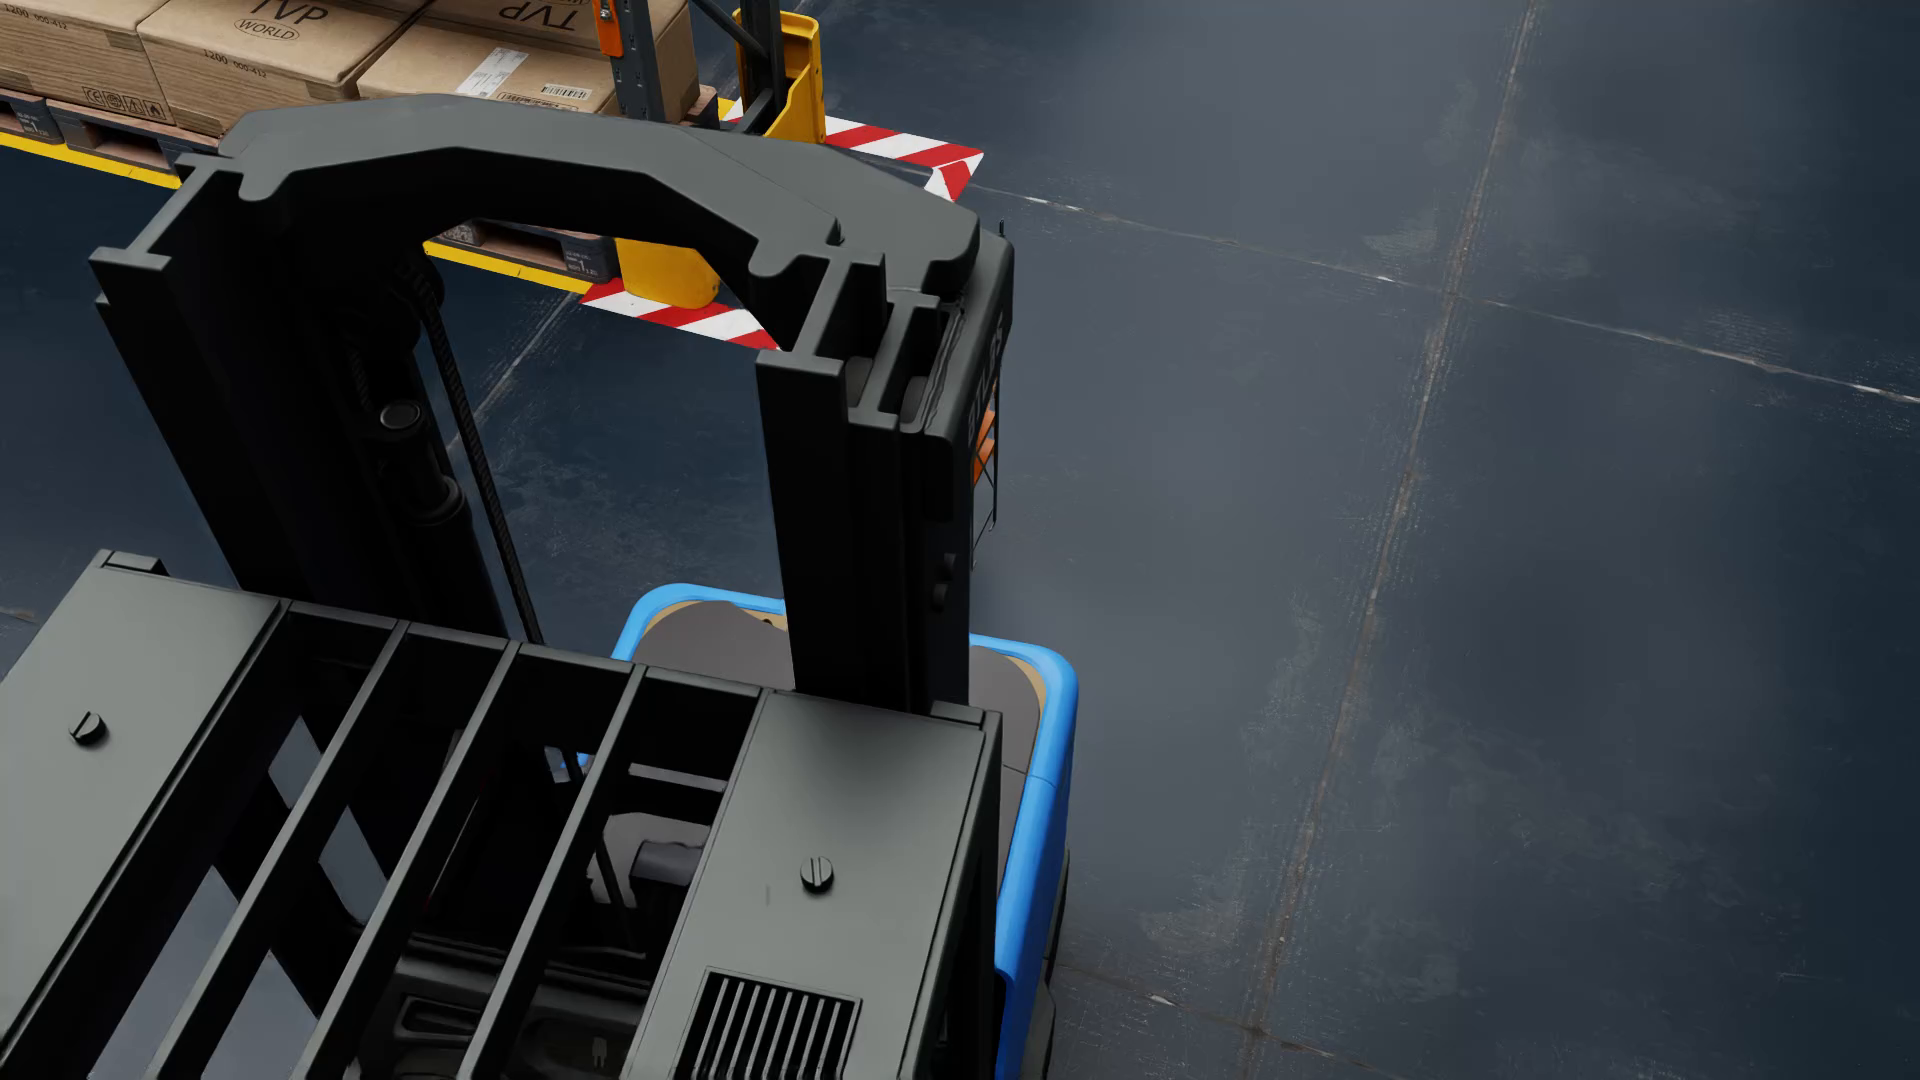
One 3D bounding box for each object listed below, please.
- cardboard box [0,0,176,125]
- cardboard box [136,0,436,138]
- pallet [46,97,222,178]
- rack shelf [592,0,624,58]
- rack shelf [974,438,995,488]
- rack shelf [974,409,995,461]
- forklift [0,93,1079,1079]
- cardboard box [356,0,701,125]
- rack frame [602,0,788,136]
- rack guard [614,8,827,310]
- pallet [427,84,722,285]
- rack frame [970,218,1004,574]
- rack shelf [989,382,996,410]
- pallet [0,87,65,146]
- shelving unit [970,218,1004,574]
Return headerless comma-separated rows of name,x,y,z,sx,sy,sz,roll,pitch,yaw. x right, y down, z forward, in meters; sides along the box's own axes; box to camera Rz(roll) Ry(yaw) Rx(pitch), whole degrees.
cardboard box,-3.261,-2.132,6.530,0.875,0.438,0.875,14,51,12
cardboard box,-2.416,-1.894,6.325,0.875,0.438,0.875,17,51,14
pallet,-2.819,-1.822,6.689,1.213,0.211,1.003,16,51,13
rack shelf,-2.777,-2.549,5.950,4.000,0.370,1.077,16,51,13
rack shelf,-0.014,-0.210,5.015,0.180,0.103,0.258,16,51,13
rack shelf,-0.014,-0.289,4.924,0.180,0.103,0.258,16,51,13
forklift,-0.548,0.996,2.448,1.130,2.935,3.031,10,50,8
cardboard box,-1.555,-1.661,6.122,0.875,0.438,0.875,14,51,12
rack frame,-0.901,-2.260,5.224,0.127,3.000,1.000,16,51,13
rack guard,-0.879,-1.435,6.163,0.348,0.500,1.175,16,51,13
pallet,-1.678,-1.501,6.411,1.213,0.211,1.003,16,51,13
rack frame,0.072,-0.373,4.779,0.006,1.200,0.240,16,51,13
rack shelf,-0.014,-0.368,4.833,0.180,0.103,0.258,16,51,13
pallet,-3.967,-2.140,6.965,1.213,0.211,1.003,16,51,13
shelving unit,-0.014,-0.397,4.800,0.189,1.200,0.258,16,51,13
